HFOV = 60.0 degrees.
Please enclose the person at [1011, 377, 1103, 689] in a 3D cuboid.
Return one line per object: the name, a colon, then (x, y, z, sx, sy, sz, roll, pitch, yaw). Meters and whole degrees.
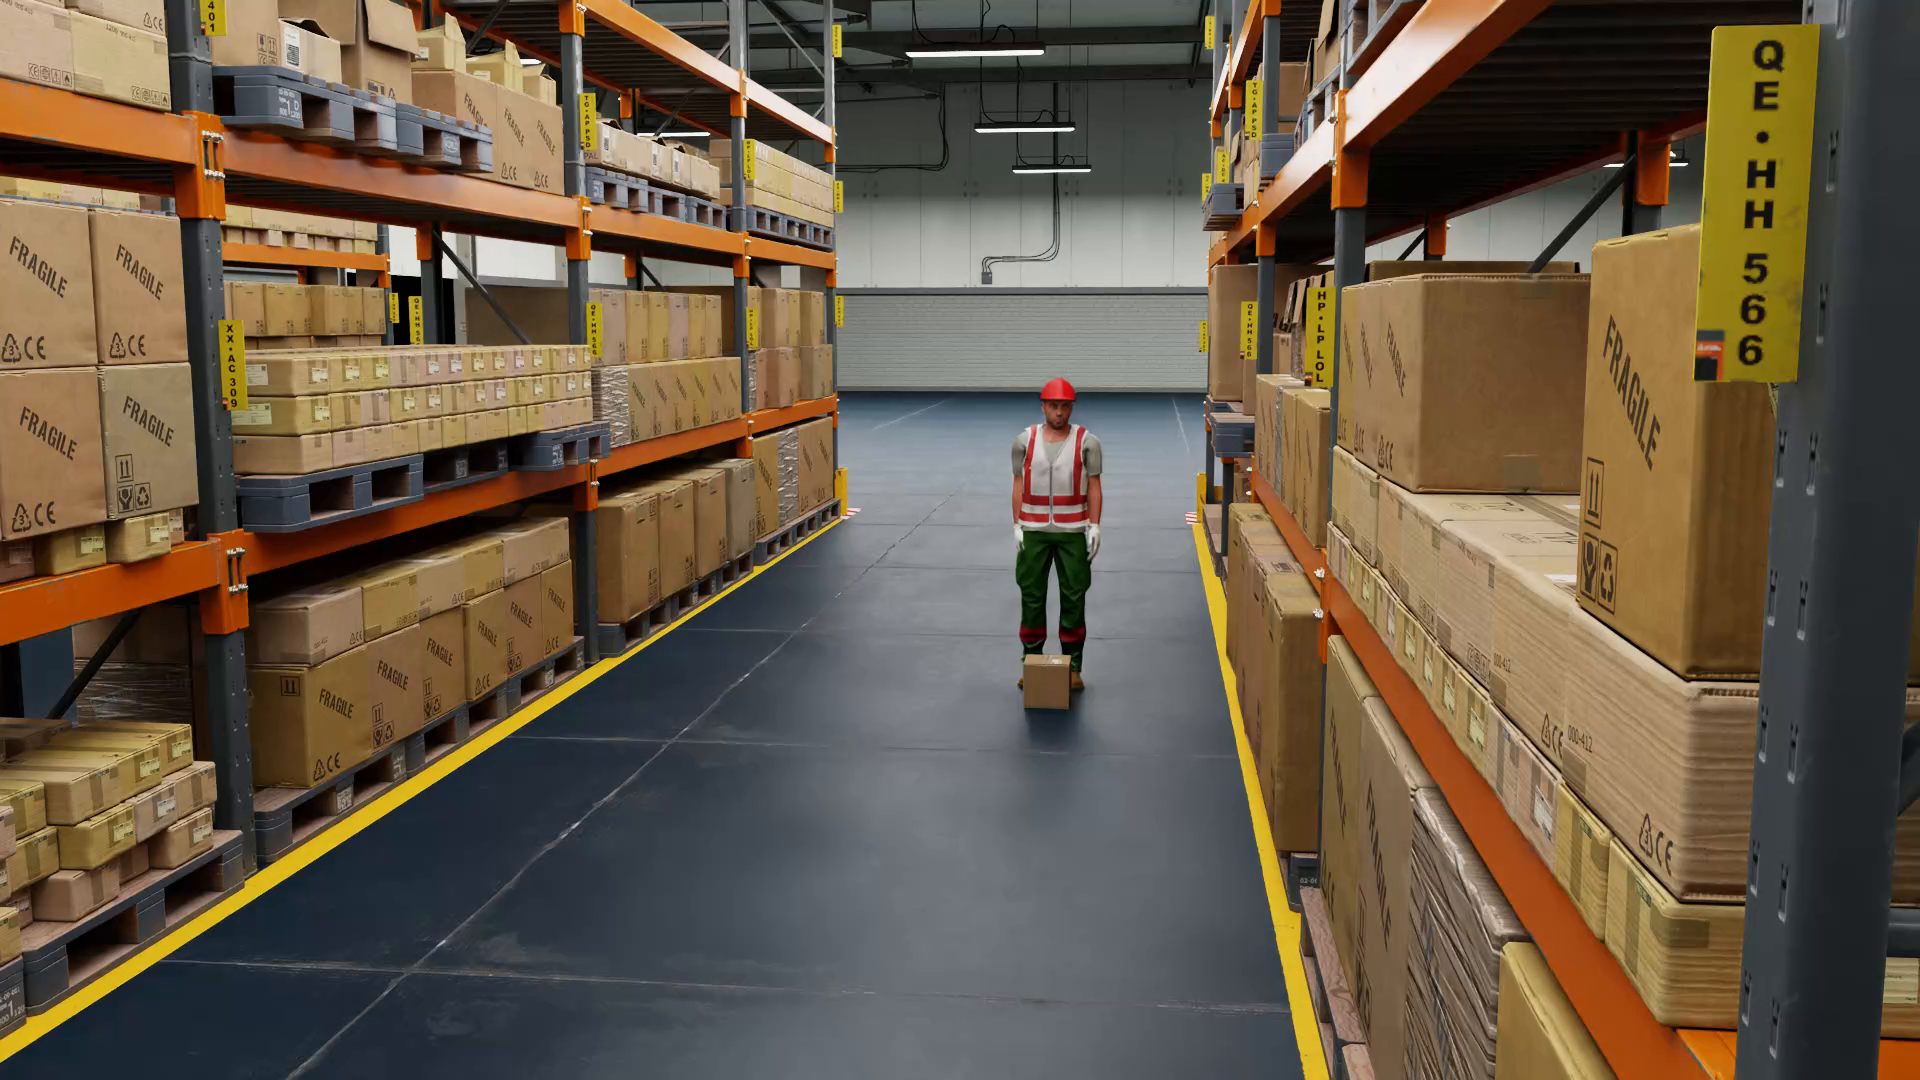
person: (0.551, -0.042, 9.537, 0.526, 1.782, 0.341, 1, 8, 7)
